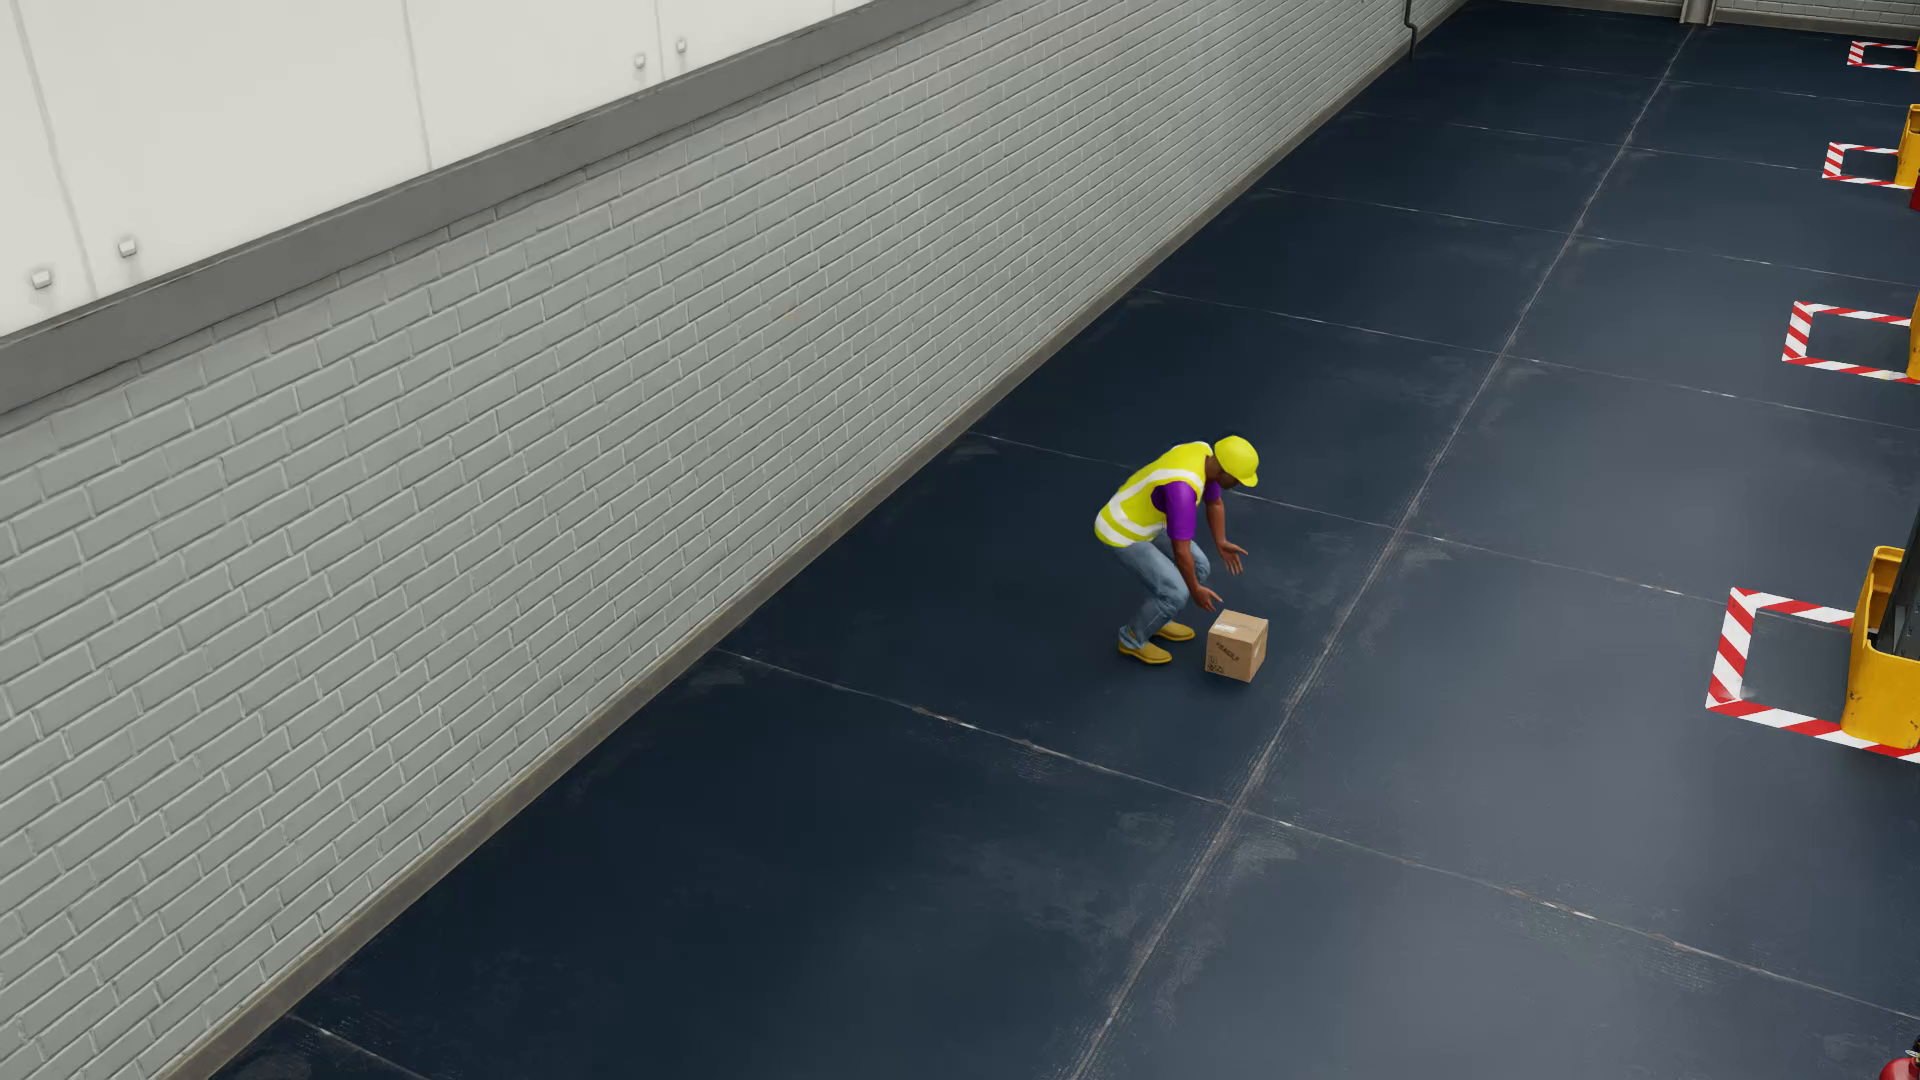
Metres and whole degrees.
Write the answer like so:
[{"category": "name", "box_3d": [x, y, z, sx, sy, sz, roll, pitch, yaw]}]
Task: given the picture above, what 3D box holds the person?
[{"category": "person", "box_3d": [1.128, -0.007, 8.737, 0.805, 1.313, 0.629, 14, 33, 23]}]
